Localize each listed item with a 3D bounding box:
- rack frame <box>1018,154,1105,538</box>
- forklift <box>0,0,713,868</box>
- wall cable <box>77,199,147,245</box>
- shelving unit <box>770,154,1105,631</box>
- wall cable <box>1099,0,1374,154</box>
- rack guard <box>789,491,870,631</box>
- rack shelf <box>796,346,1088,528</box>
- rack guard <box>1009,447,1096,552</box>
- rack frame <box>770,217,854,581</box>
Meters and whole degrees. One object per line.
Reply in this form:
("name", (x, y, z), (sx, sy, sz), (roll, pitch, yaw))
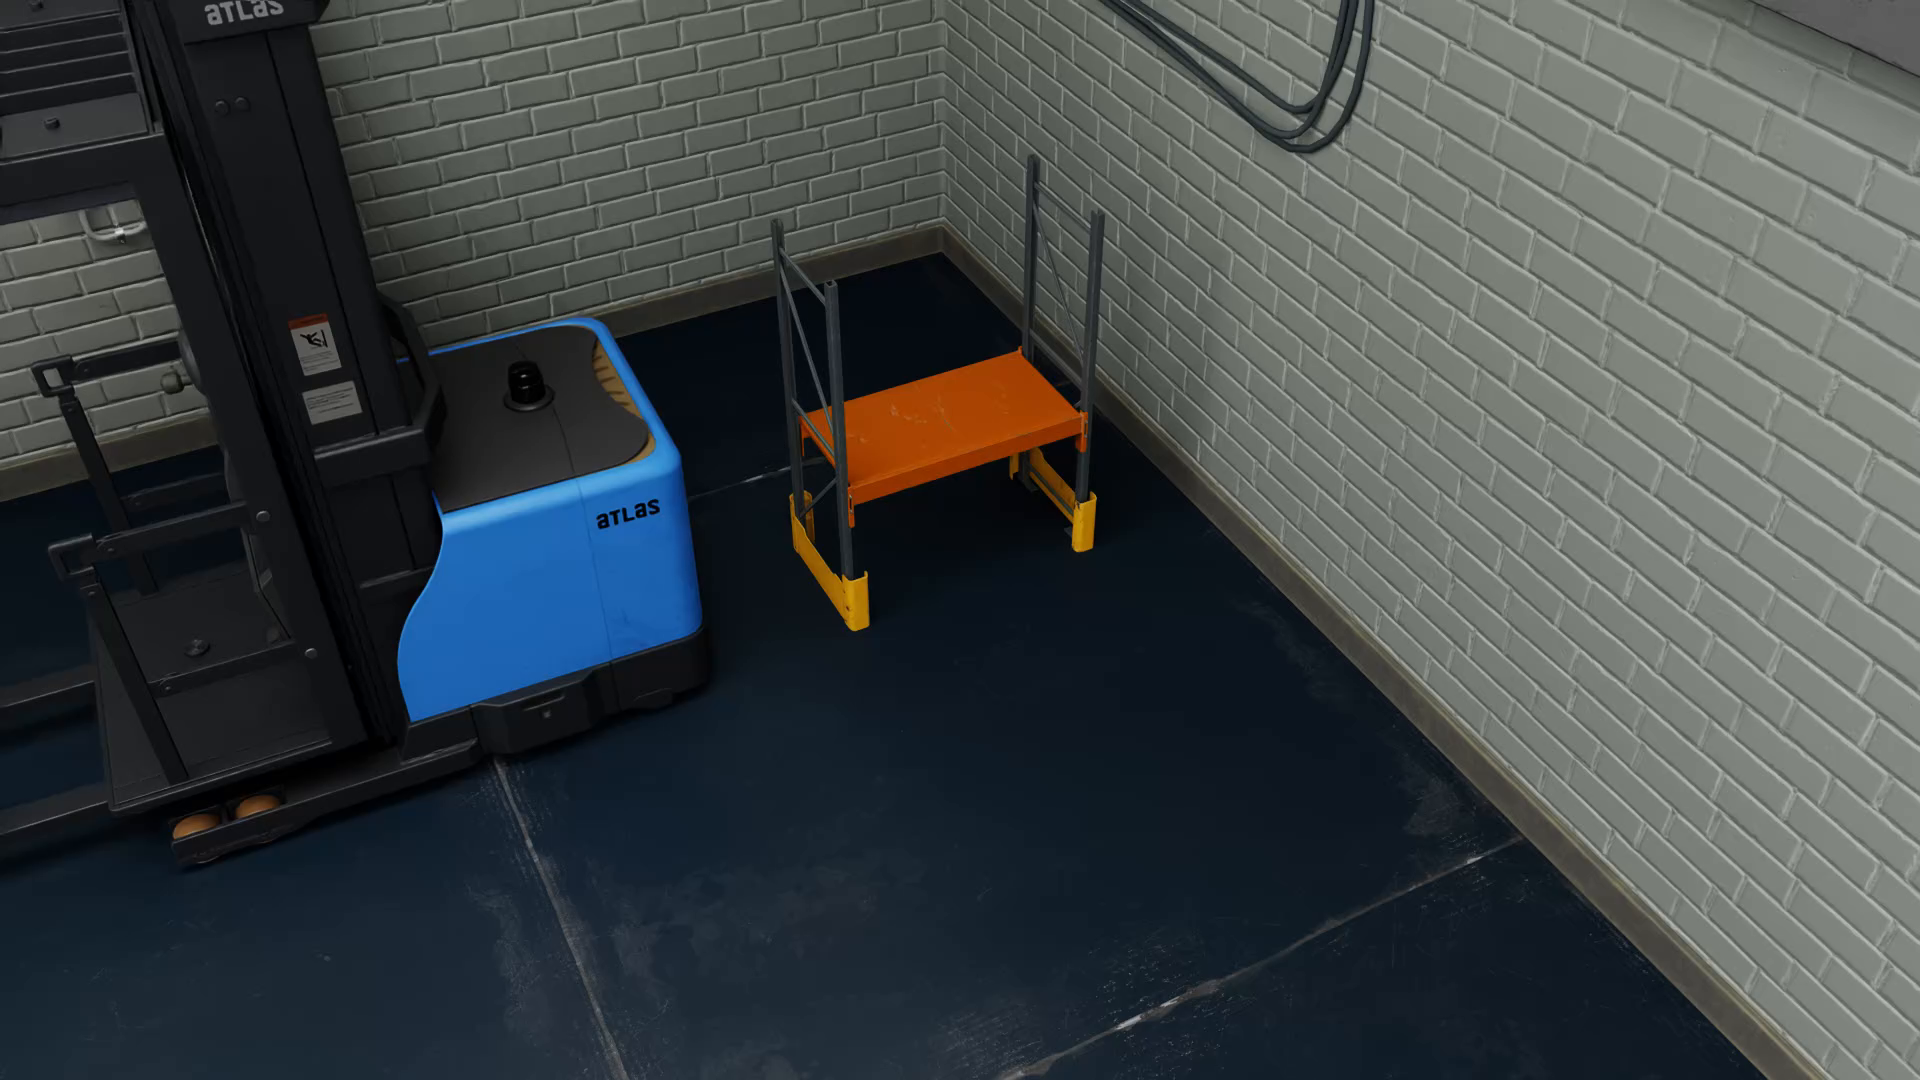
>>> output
("rack frame", (0.375, -0.699, 6.415), (0.032, 1.500, 0.500), (-19, 44, -21))
("forklift", (-2.460, -0.443, 5.005), (3.031, 2.935, 1.130), (-17, 43, -19))
("wall cable", (-3.970, -1.675, 5.620), (1.851, 1.984, 0.084), (-19, 44, -21))
("shelving unit", (-0.068, -0.550, 6.239), (1.083, 1.500, 0.587), (-19, 44, -21))
("wall cable", (0.513, -2.951, 5.674), (0.112, 2.526, 3.097), (-19, 44, -21))
("rack guard", (-0.509, 0.076, 6.467), (0.087, 0.250, 0.587), (-19, 44, -21))
("rack shelf", (-0.076, -0.410, 6.352), (1.000, 0.185, 0.538), (-19, 44, -21))
("rack guard", (0.374, -0.221, 6.818), (0.087, 0.250, 0.587), (-19, 44, -21))
("rack frame", (-0.527, -0.395, 6.056), (0.032, 1.500, 0.500), (-19, 44, -21))
